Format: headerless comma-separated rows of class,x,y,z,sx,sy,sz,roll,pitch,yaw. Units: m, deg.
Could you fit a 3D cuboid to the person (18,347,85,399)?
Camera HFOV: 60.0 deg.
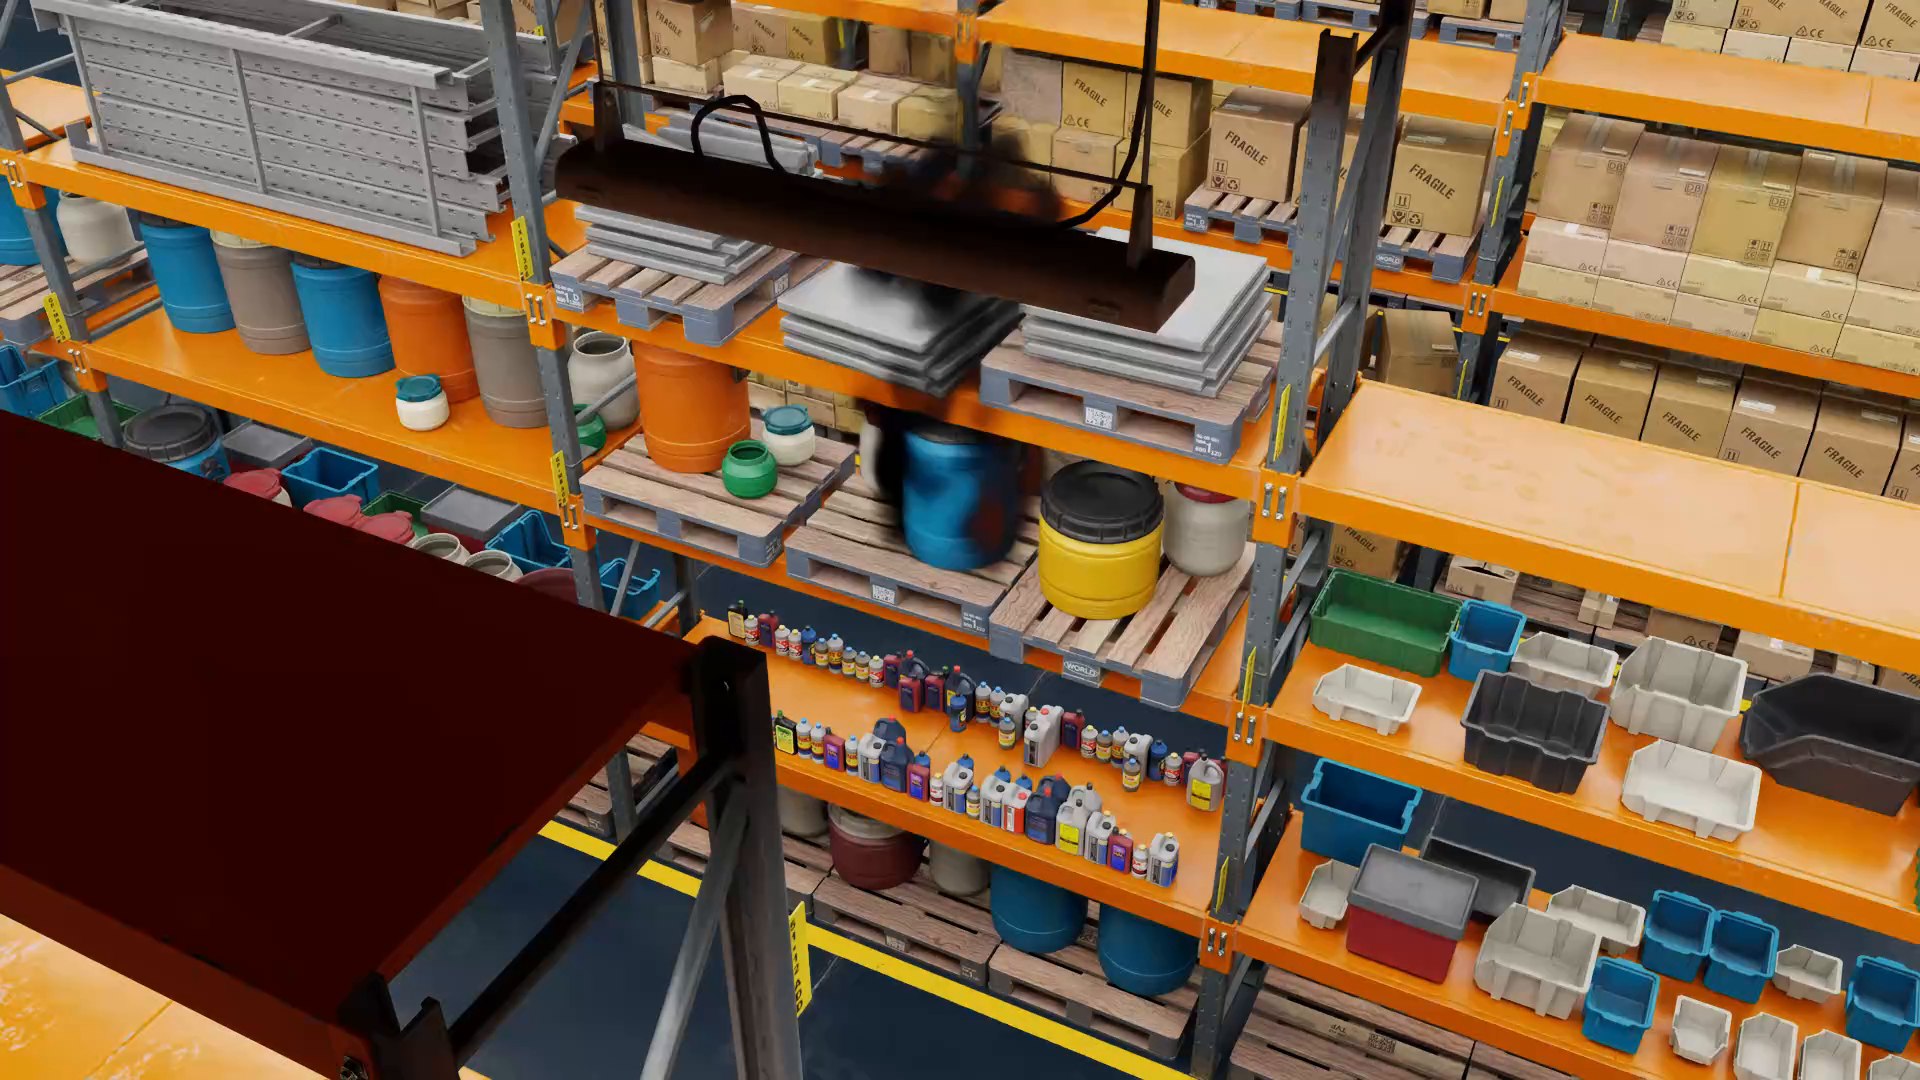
person,-8.275,-1.782,14.903,0.624,1.739,0.710,7,36,10
